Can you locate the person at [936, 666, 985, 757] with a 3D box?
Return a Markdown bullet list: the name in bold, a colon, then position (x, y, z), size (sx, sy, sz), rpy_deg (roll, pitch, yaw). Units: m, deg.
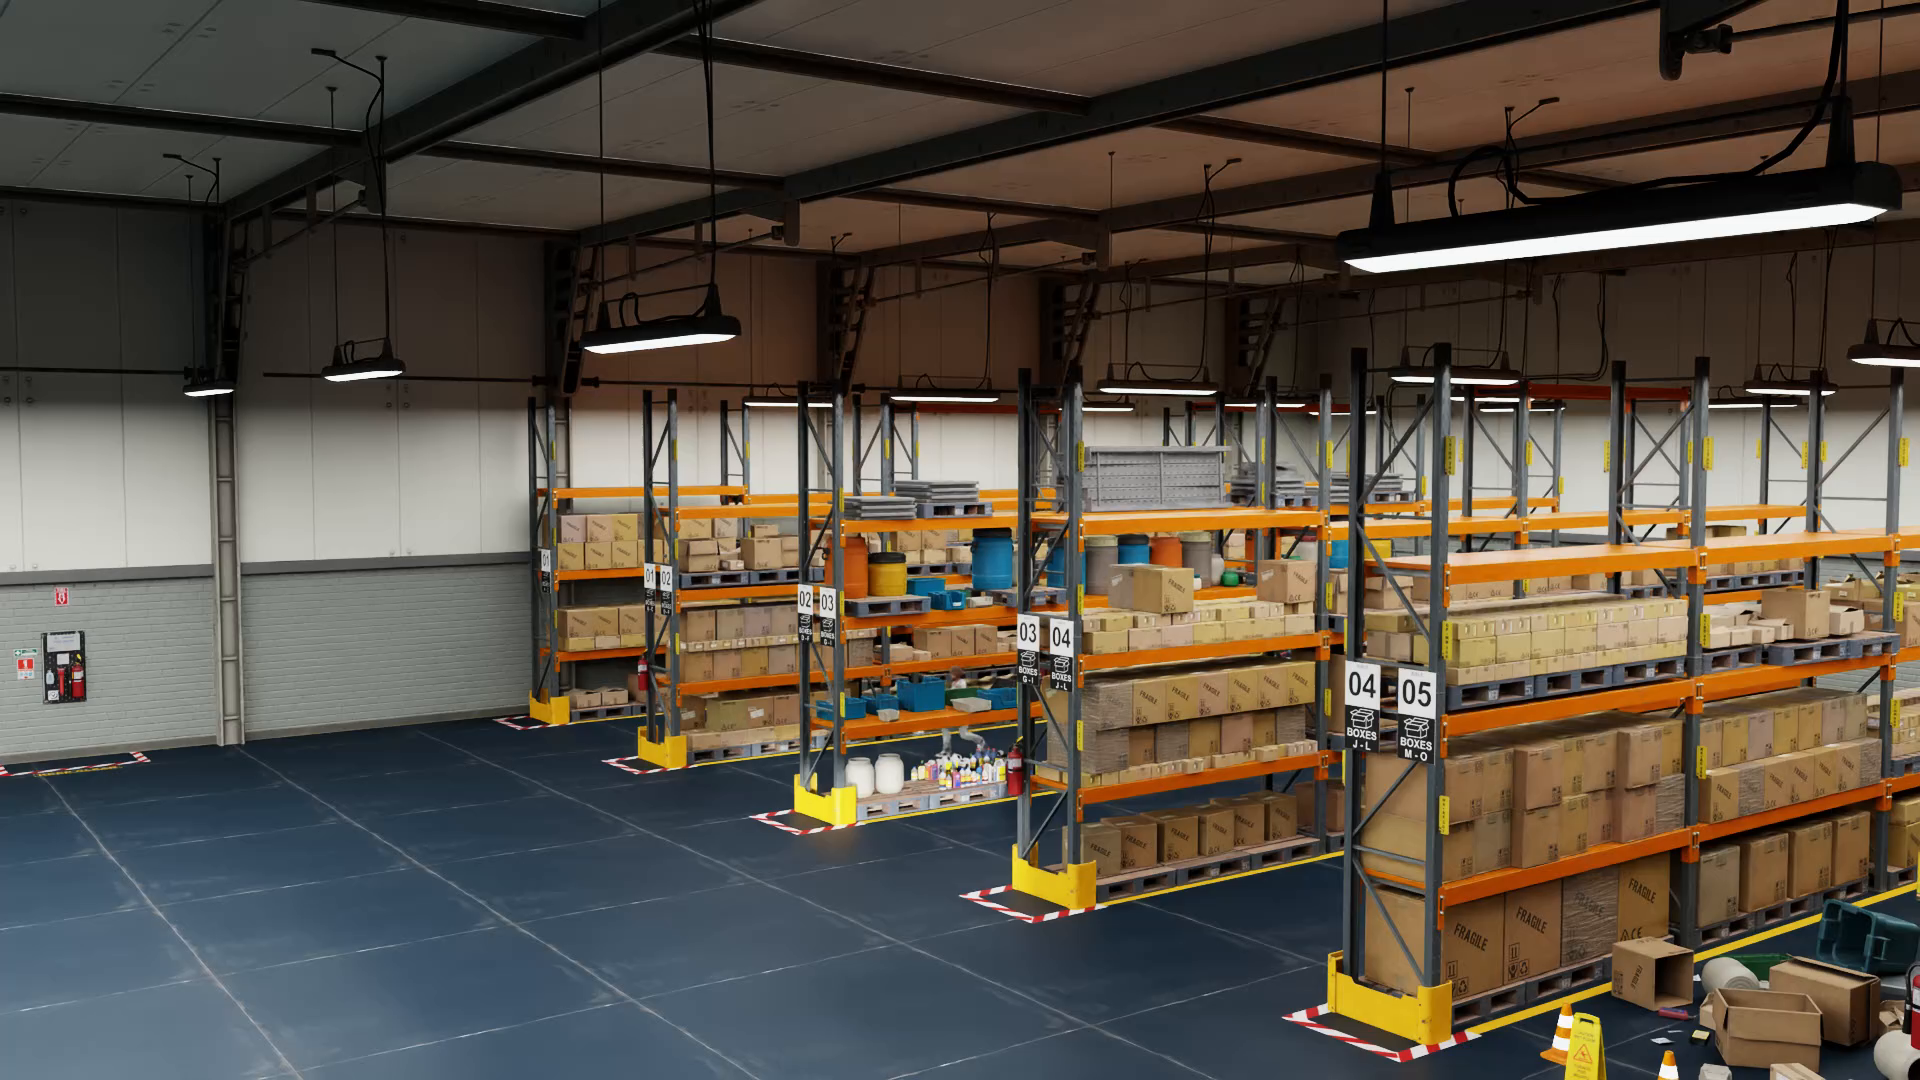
- **person**: position (-0.006, 2.822, 27.306), size (0.904, 1.435, 0.407), rpy_deg (-2, 4, -31)
